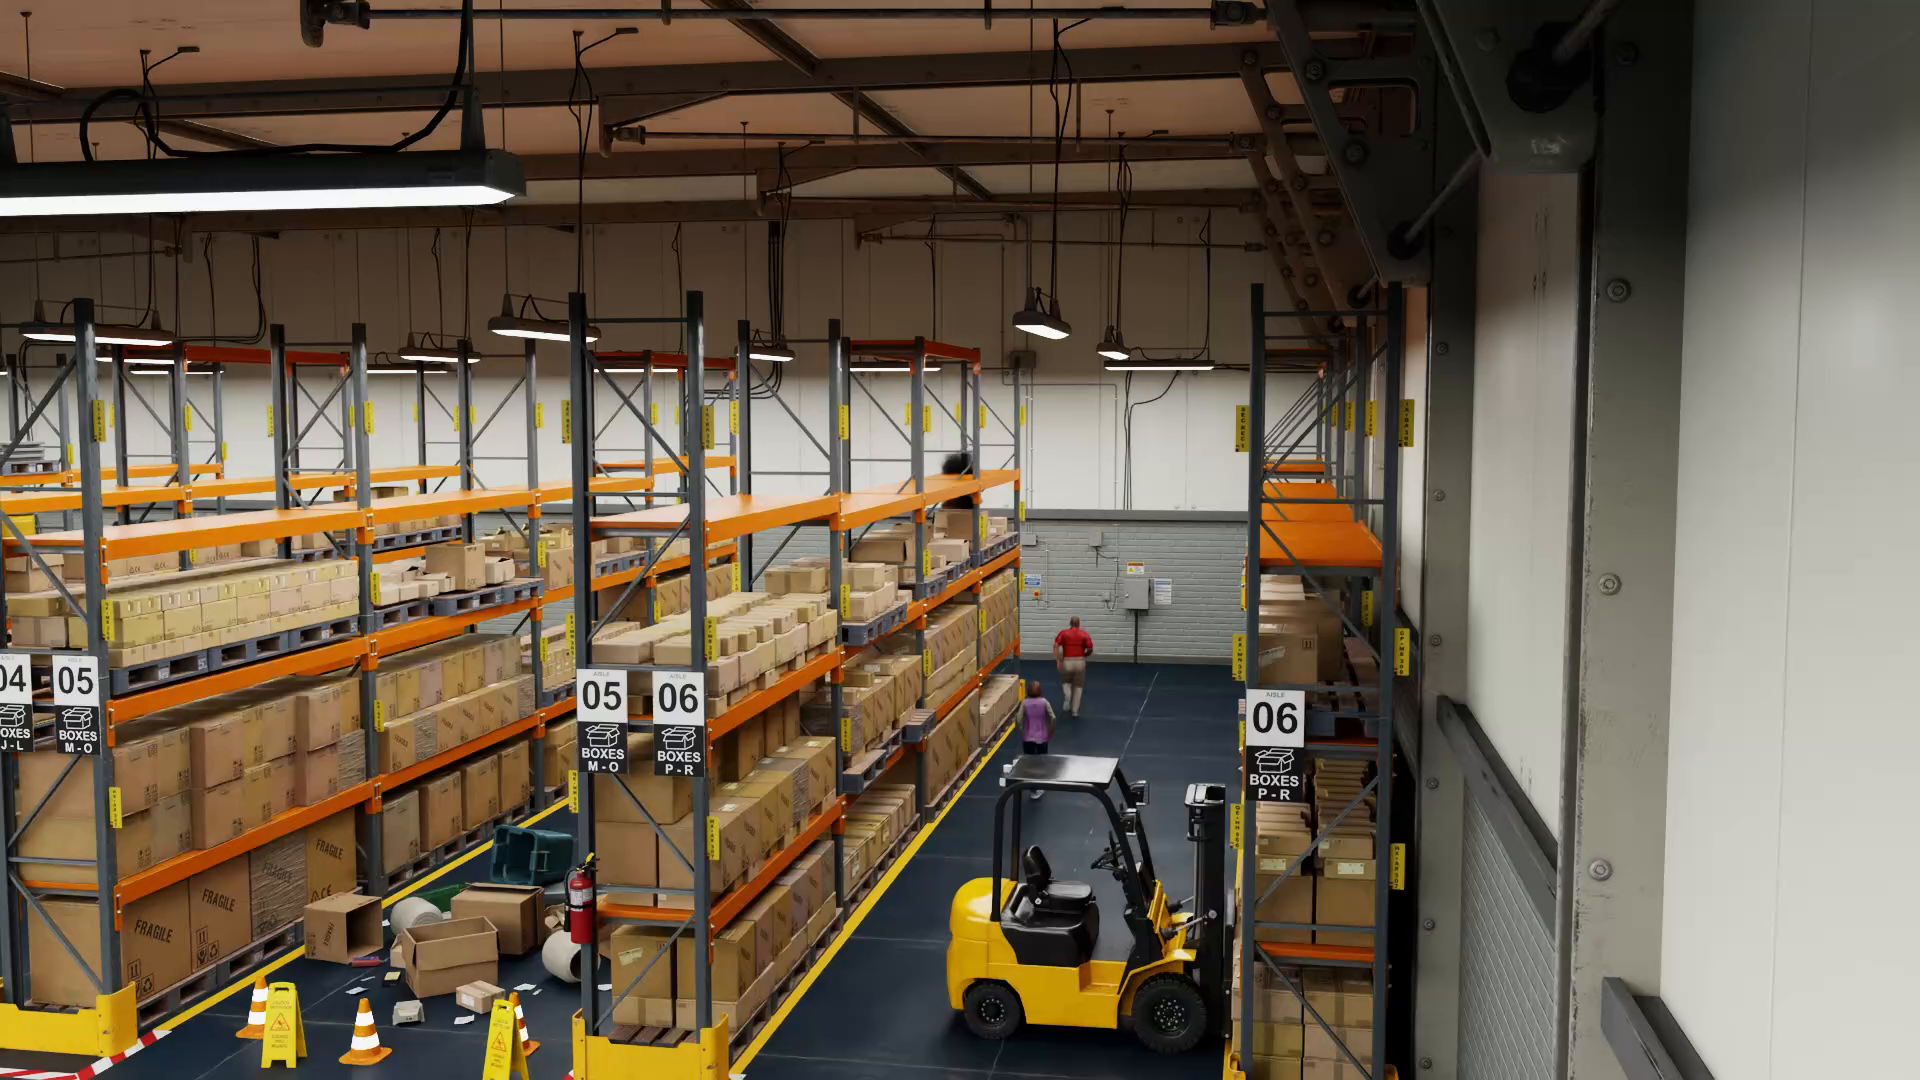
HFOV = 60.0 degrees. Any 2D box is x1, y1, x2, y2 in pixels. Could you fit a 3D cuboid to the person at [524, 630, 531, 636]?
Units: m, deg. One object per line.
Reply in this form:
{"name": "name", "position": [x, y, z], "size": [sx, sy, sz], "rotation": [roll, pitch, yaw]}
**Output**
{"name": "person", "position": [-6.714, 2.269, 26.255], "size": [0.585, 1.557, 0.846], "rotation": [2, 5, 19]}

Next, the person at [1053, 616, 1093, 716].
{"name": "person", "position": [1.895, 2.100, 27.823], "size": [0.665, 1.679, 0.592], "rotation": [1, 5, 7]}

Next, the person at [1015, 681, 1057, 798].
{"name": "person", "position": [1.002, 2.634, 21.878], "size": [0.546, 1.562, 0.476], "rotation": [0, 5, 3]}
